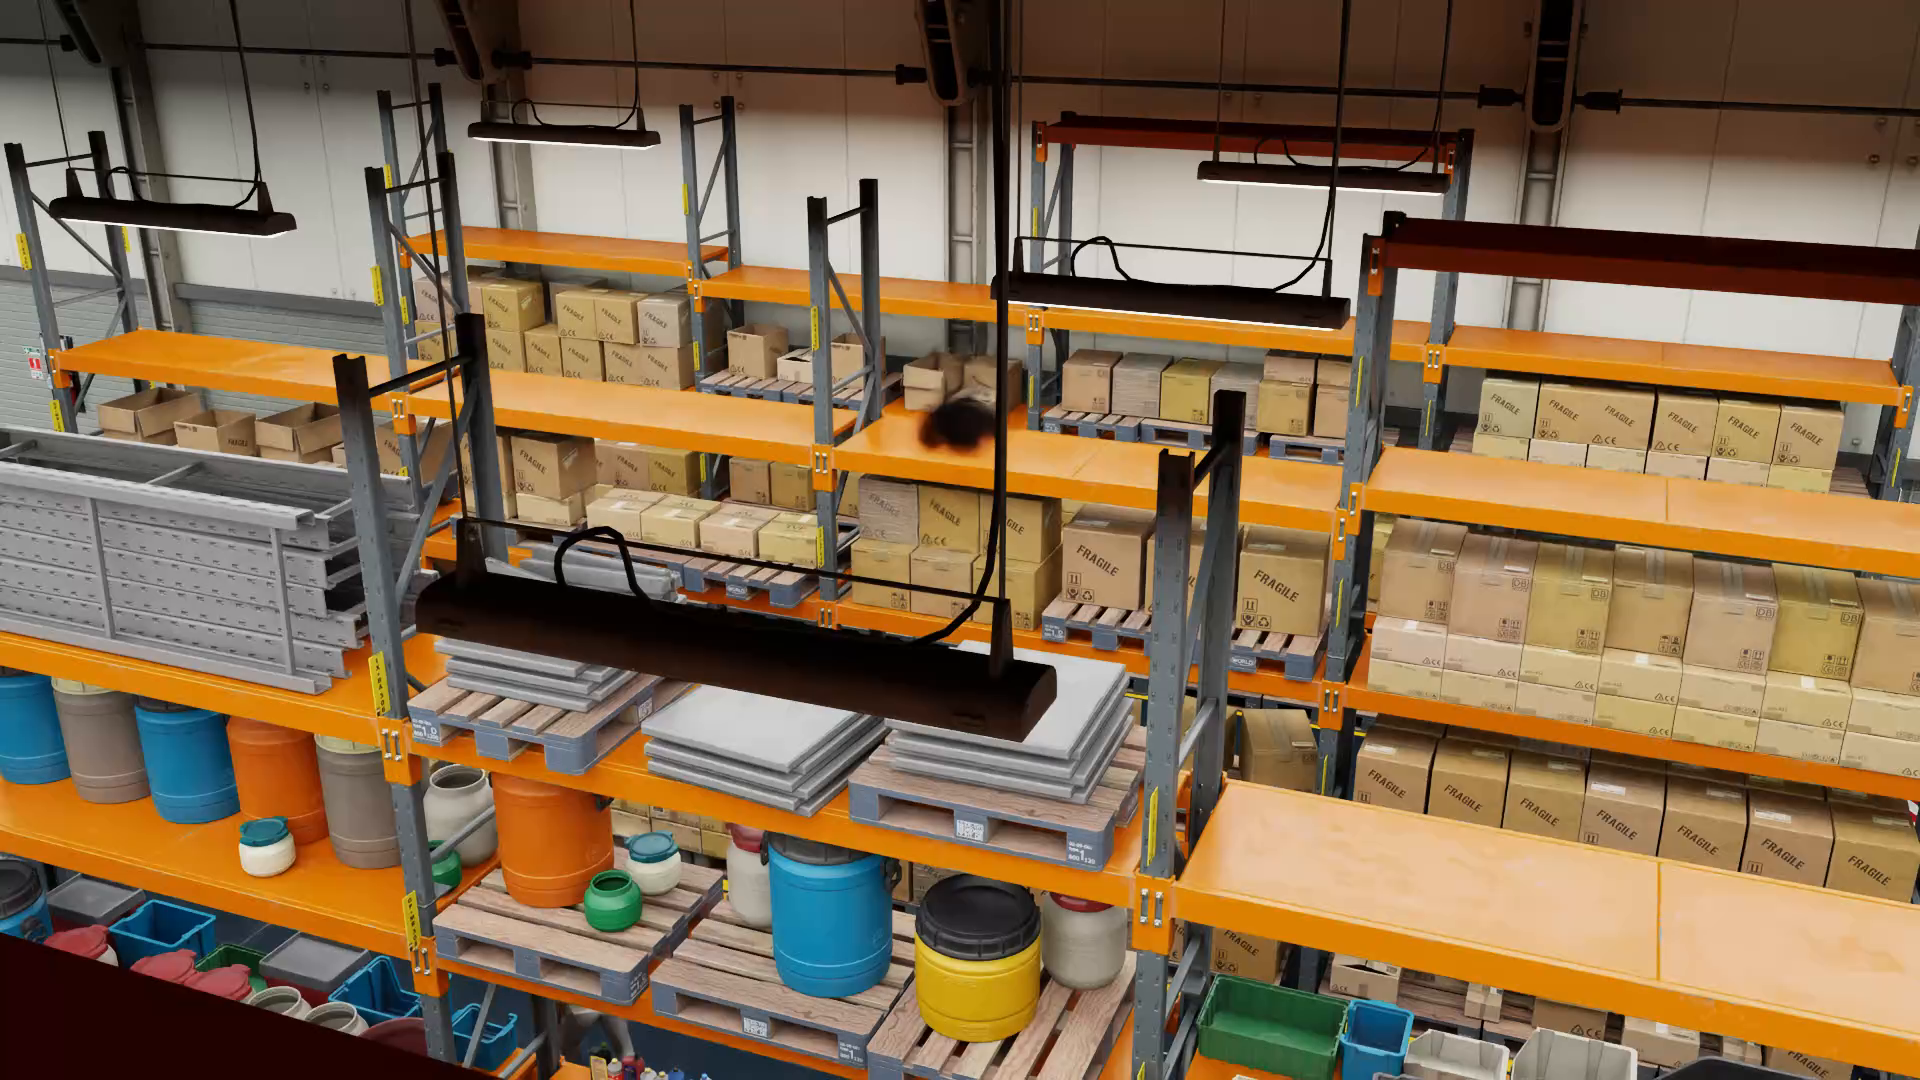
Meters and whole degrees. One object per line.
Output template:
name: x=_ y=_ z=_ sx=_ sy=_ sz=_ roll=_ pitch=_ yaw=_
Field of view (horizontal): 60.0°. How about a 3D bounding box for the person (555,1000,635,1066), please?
person: x=-2.572 y=3.235 z=11.613 sx=0.624 sy=1.637 sz=0.849 roll=-17 pitch=26 yaw=-37
